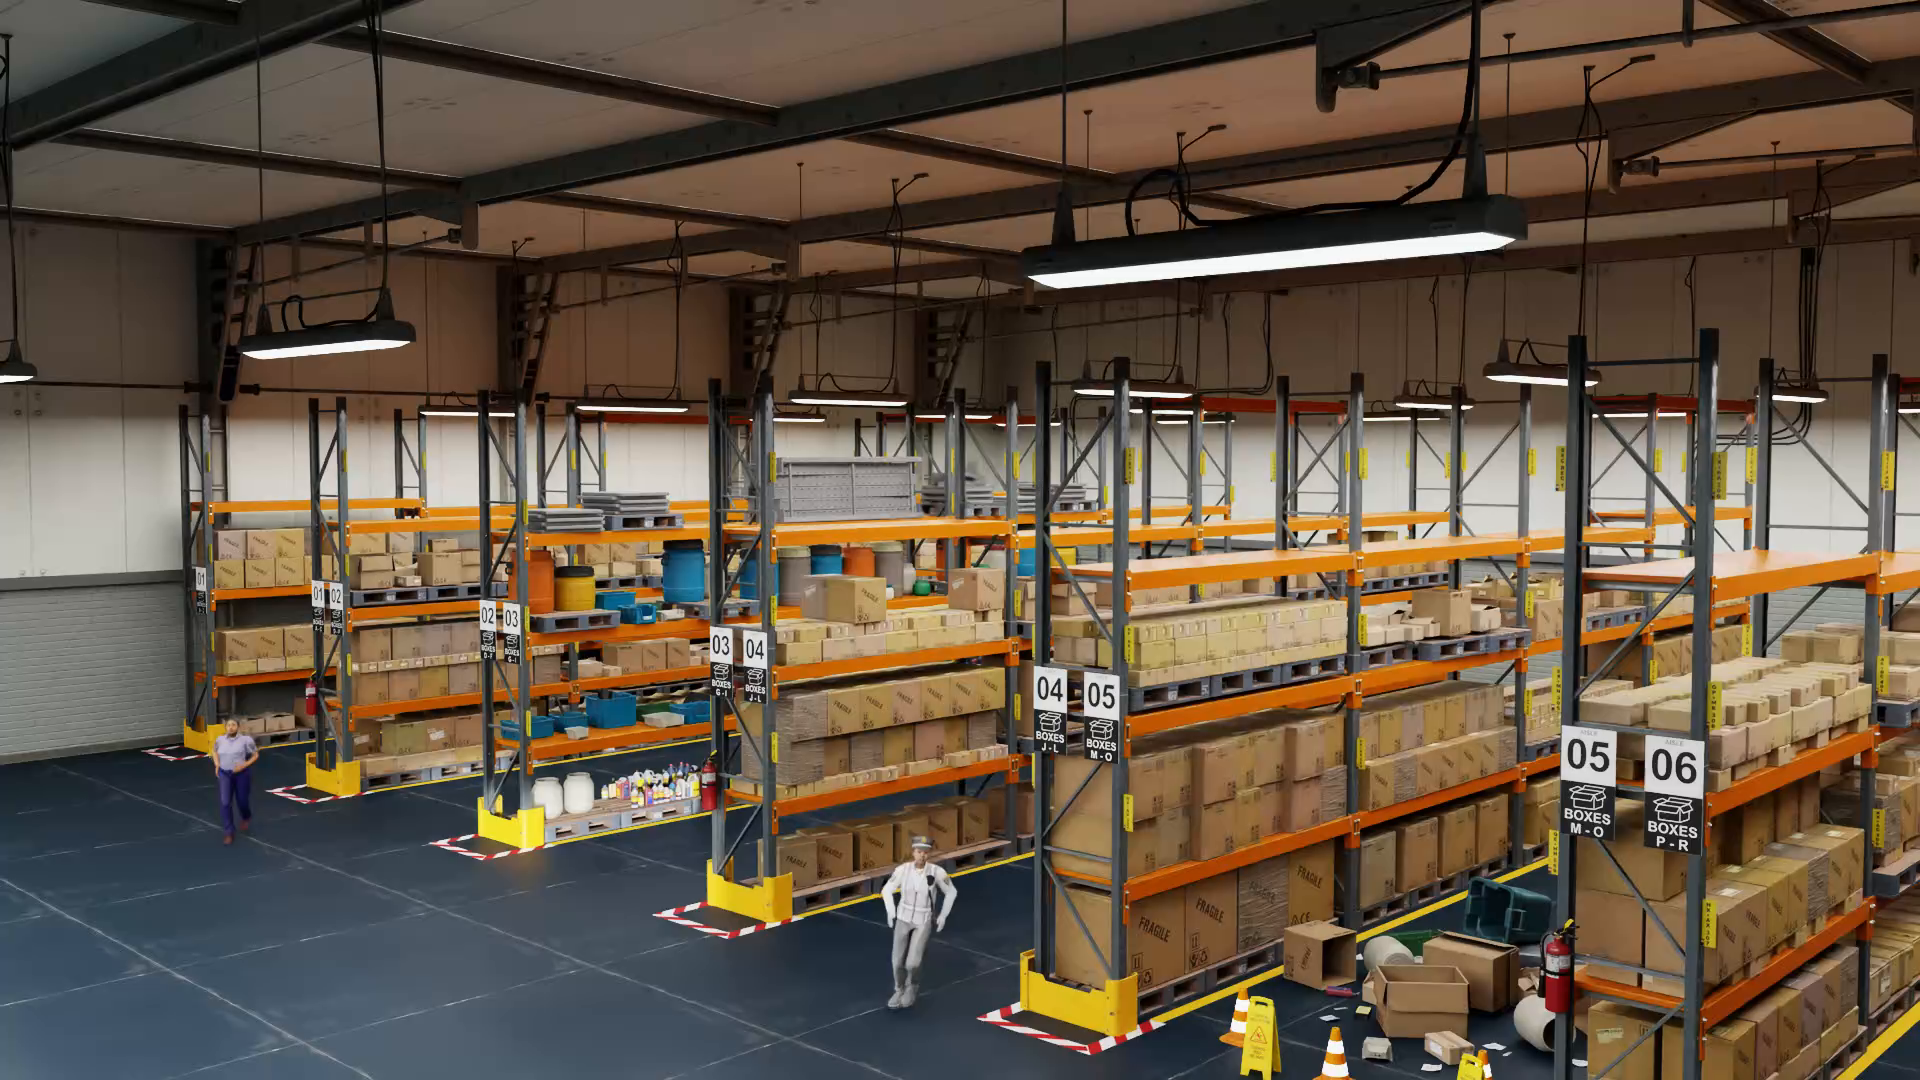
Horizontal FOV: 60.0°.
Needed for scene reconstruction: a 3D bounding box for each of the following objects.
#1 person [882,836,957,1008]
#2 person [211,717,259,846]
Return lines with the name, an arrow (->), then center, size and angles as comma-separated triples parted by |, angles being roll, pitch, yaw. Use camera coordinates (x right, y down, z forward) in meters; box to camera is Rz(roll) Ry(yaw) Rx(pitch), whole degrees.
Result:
person -> -0.401, 3.537, 15.353 | 0.677, 1.644, 0.565 | 1, 3, 13
person -> -9.687, 3.189, 22.225 | 0.621, 1.652, 0.828 | -1, 3, -12
